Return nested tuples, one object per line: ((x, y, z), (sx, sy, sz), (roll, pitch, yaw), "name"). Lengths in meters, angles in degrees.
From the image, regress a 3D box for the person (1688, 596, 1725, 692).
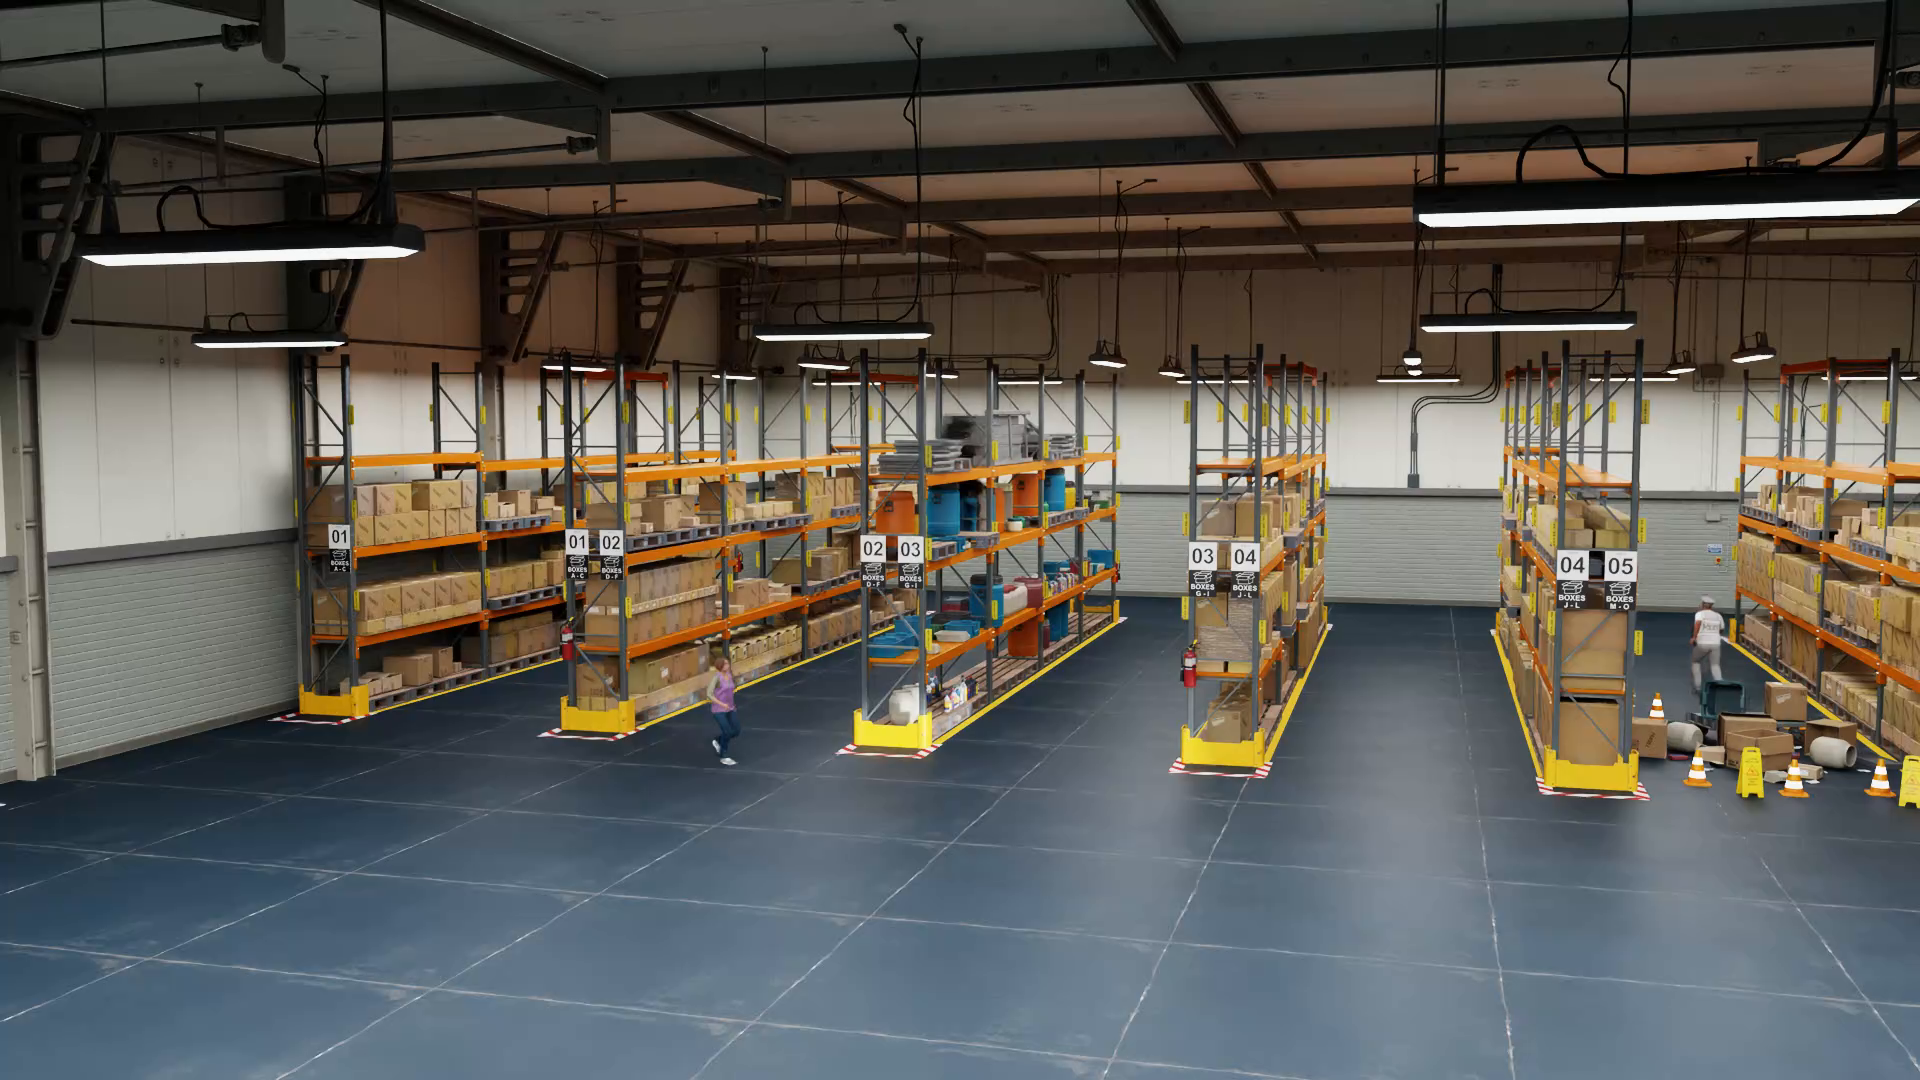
((13.365, 1.910, 29.706), (0.667, 1.772, 0.992), (0, 4, 4), "person")

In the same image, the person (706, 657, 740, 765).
((-3.421, 2.445, 23.808), (0.546, 1.562, 0.559), (3, 5, 36), "person")
